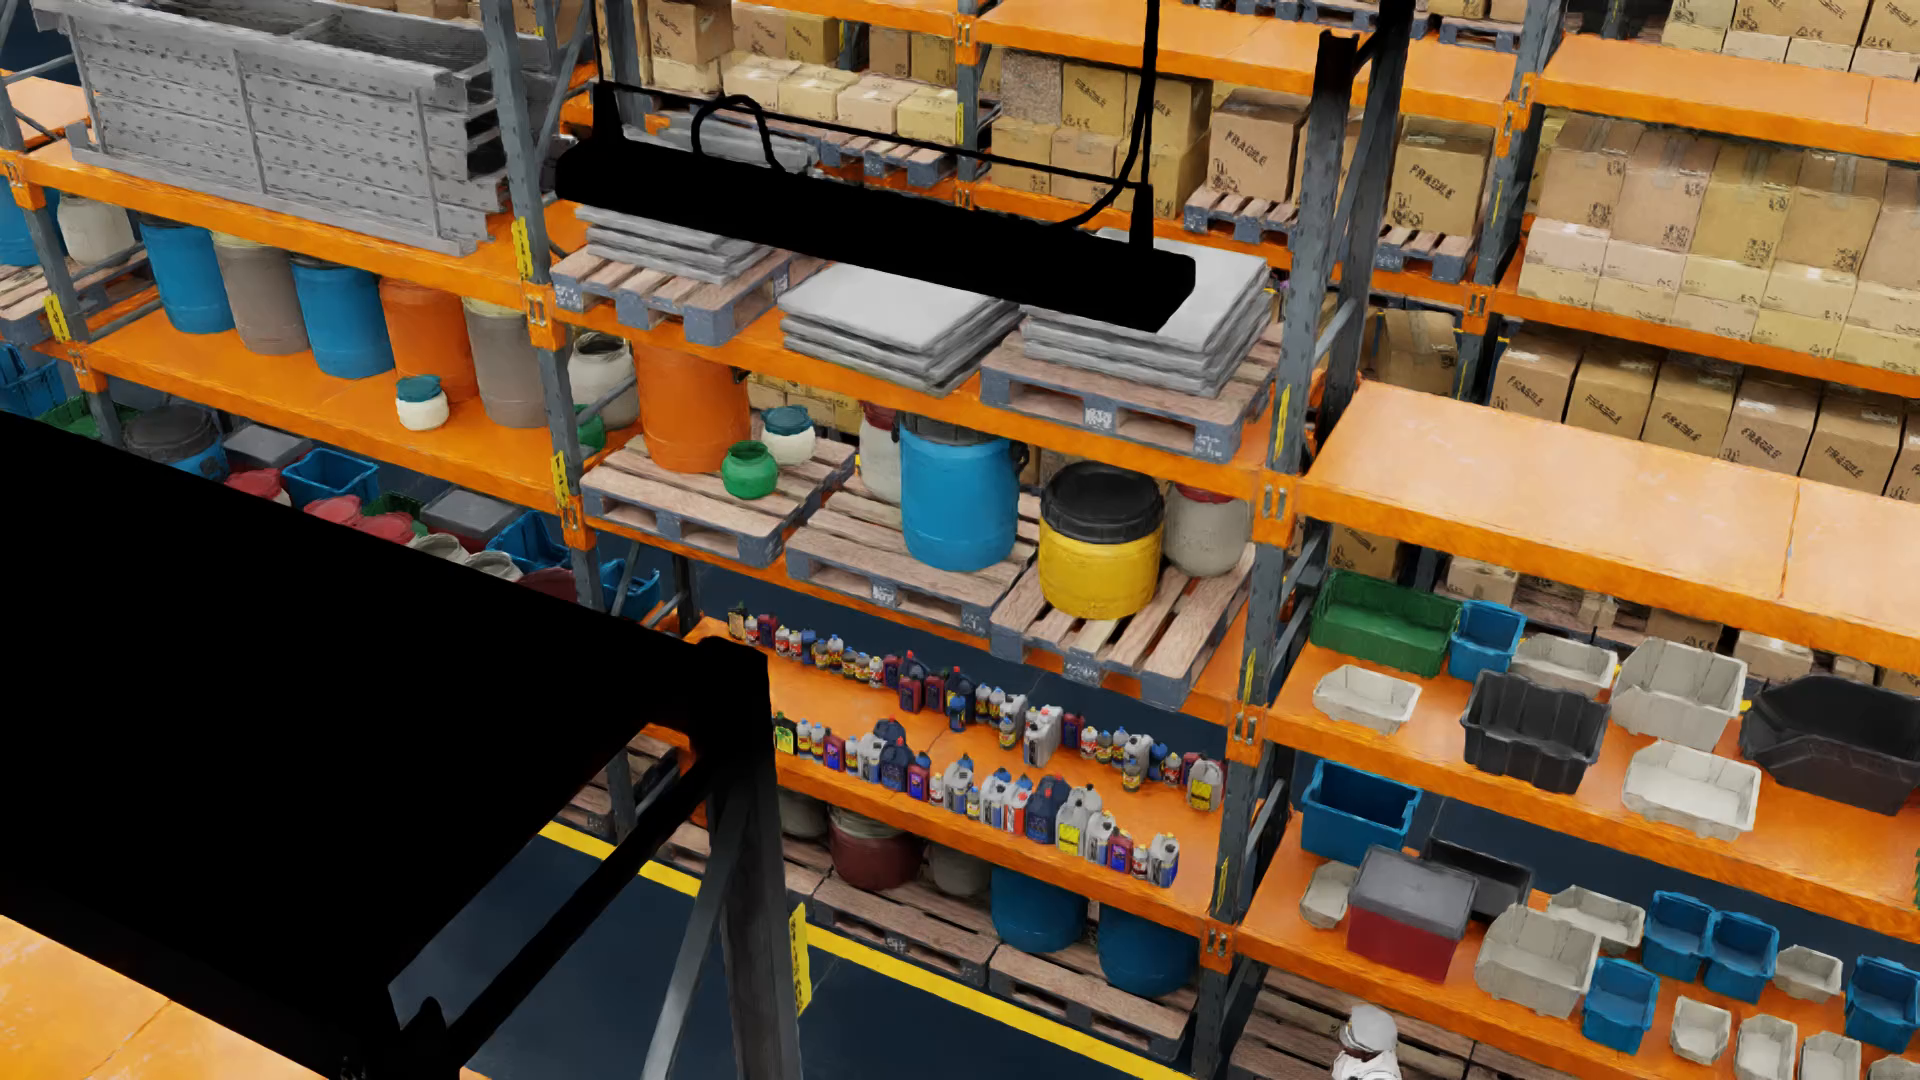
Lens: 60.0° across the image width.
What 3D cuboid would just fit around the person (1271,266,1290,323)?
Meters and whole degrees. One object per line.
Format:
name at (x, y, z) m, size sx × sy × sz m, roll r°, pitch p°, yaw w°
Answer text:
person at (3.029, -1.870, 15.210) m, size 0.519 × 1.541 × 0.566 m, roll 14°, pitch 38°, yaw 19°

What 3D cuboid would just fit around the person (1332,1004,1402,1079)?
person at (2.022, 2.923, 8.297) m, size 0.936 × 1.624 × 0.494 m, roll 2°, pitch 35°, yaw 3°
